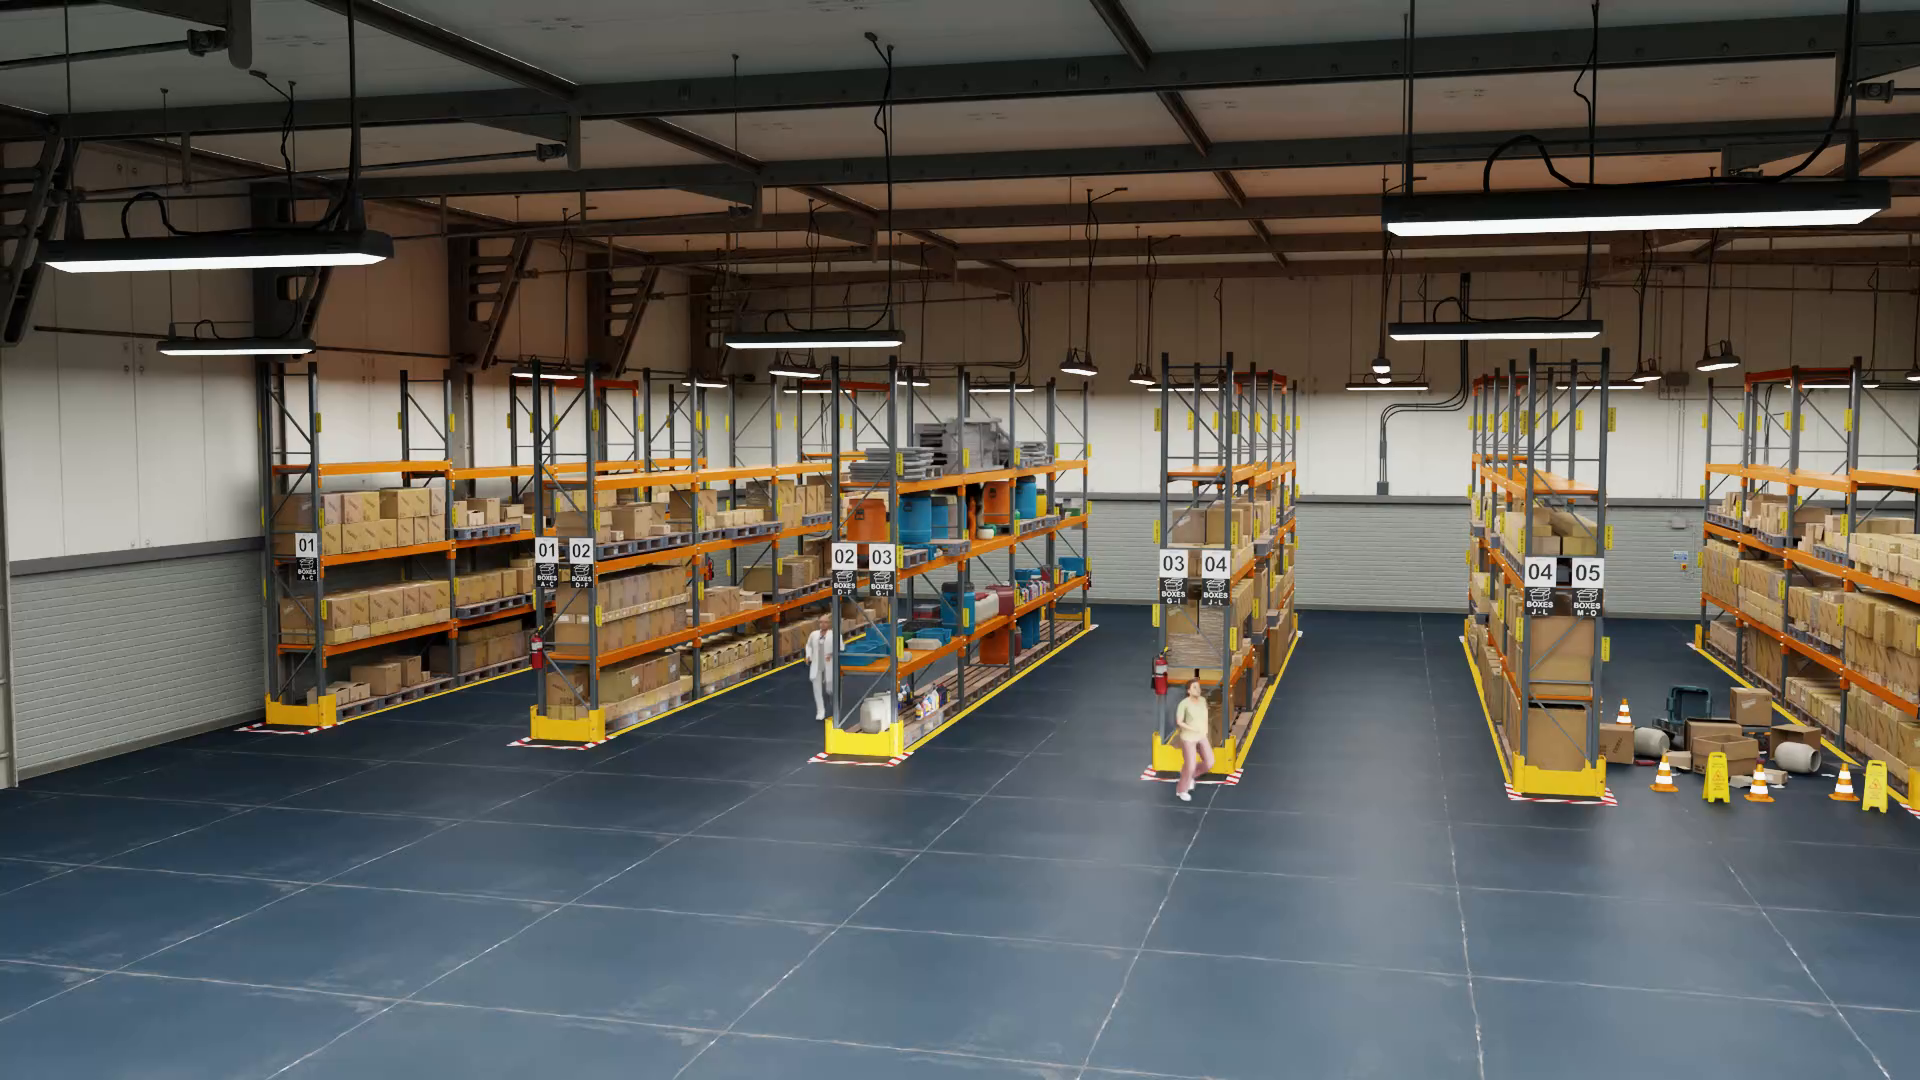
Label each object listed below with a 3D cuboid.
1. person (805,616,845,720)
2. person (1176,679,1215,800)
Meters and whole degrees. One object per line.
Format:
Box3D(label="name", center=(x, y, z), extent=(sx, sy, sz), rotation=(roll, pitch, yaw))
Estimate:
Box3D(label="person", center=(-2.307, 2.151, 28.187), extent=(0.715, 1.735, 0.825), rotation=(1, 4, 10))
Box3D(label="person", center=(3.118, 2.644, 22.024), extent=(0.603, 1.628, 0.645), rotation=(-2, 5, -27))
